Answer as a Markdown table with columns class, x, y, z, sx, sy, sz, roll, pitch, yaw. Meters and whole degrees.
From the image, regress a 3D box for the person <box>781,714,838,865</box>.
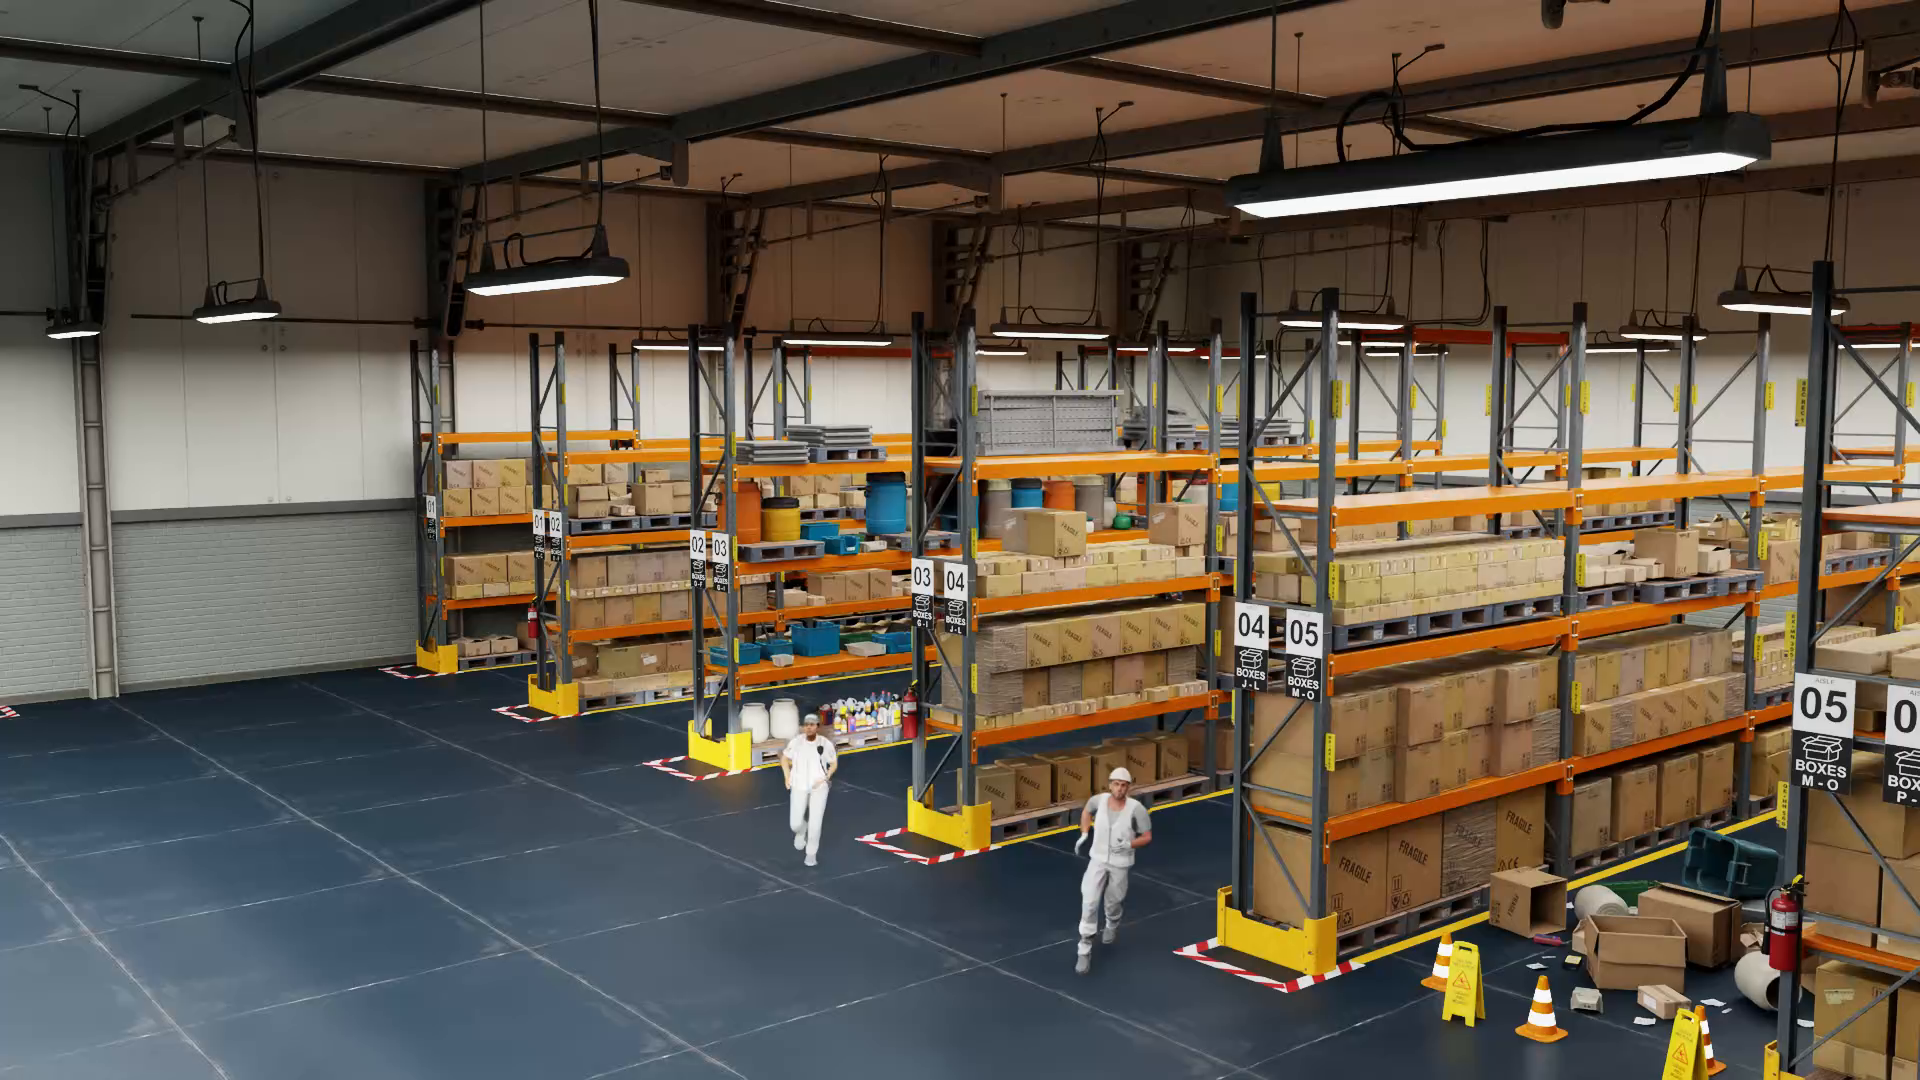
| class | x | y | z | sx | sy | sz | roll | pitch | yaw |
| --- | --- | --- | --- | --- | --- | --- | --- | --- | --- |
| person | -1.640 | 2.694 | 18.094 | 0.627 | 1.620 | 0.521 | 0 | 5 | 0 |

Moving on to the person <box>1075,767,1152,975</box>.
| class | x | y | z | sx | sy | sz | roll | pitch | yaw |
| --- | --- | --- | --- | --- | --- | --- | --- | --- | --- |
| person | 1.378 | 2.912 | 14.934 | 0.694 | 1.789 | 0.938 | 2 | 6 | 16 |

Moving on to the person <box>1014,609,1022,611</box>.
| class | x | y | z | sx | sy | sz | roll | pitch | yaw |
| --- | --- | --- | --- | --- | --- | --- | --- | --- | --- |
| person | 1.059 | 1.697 | 28.875 | 0.503 | 1.639 | 0.703 | 4 | 7 | 39 |
